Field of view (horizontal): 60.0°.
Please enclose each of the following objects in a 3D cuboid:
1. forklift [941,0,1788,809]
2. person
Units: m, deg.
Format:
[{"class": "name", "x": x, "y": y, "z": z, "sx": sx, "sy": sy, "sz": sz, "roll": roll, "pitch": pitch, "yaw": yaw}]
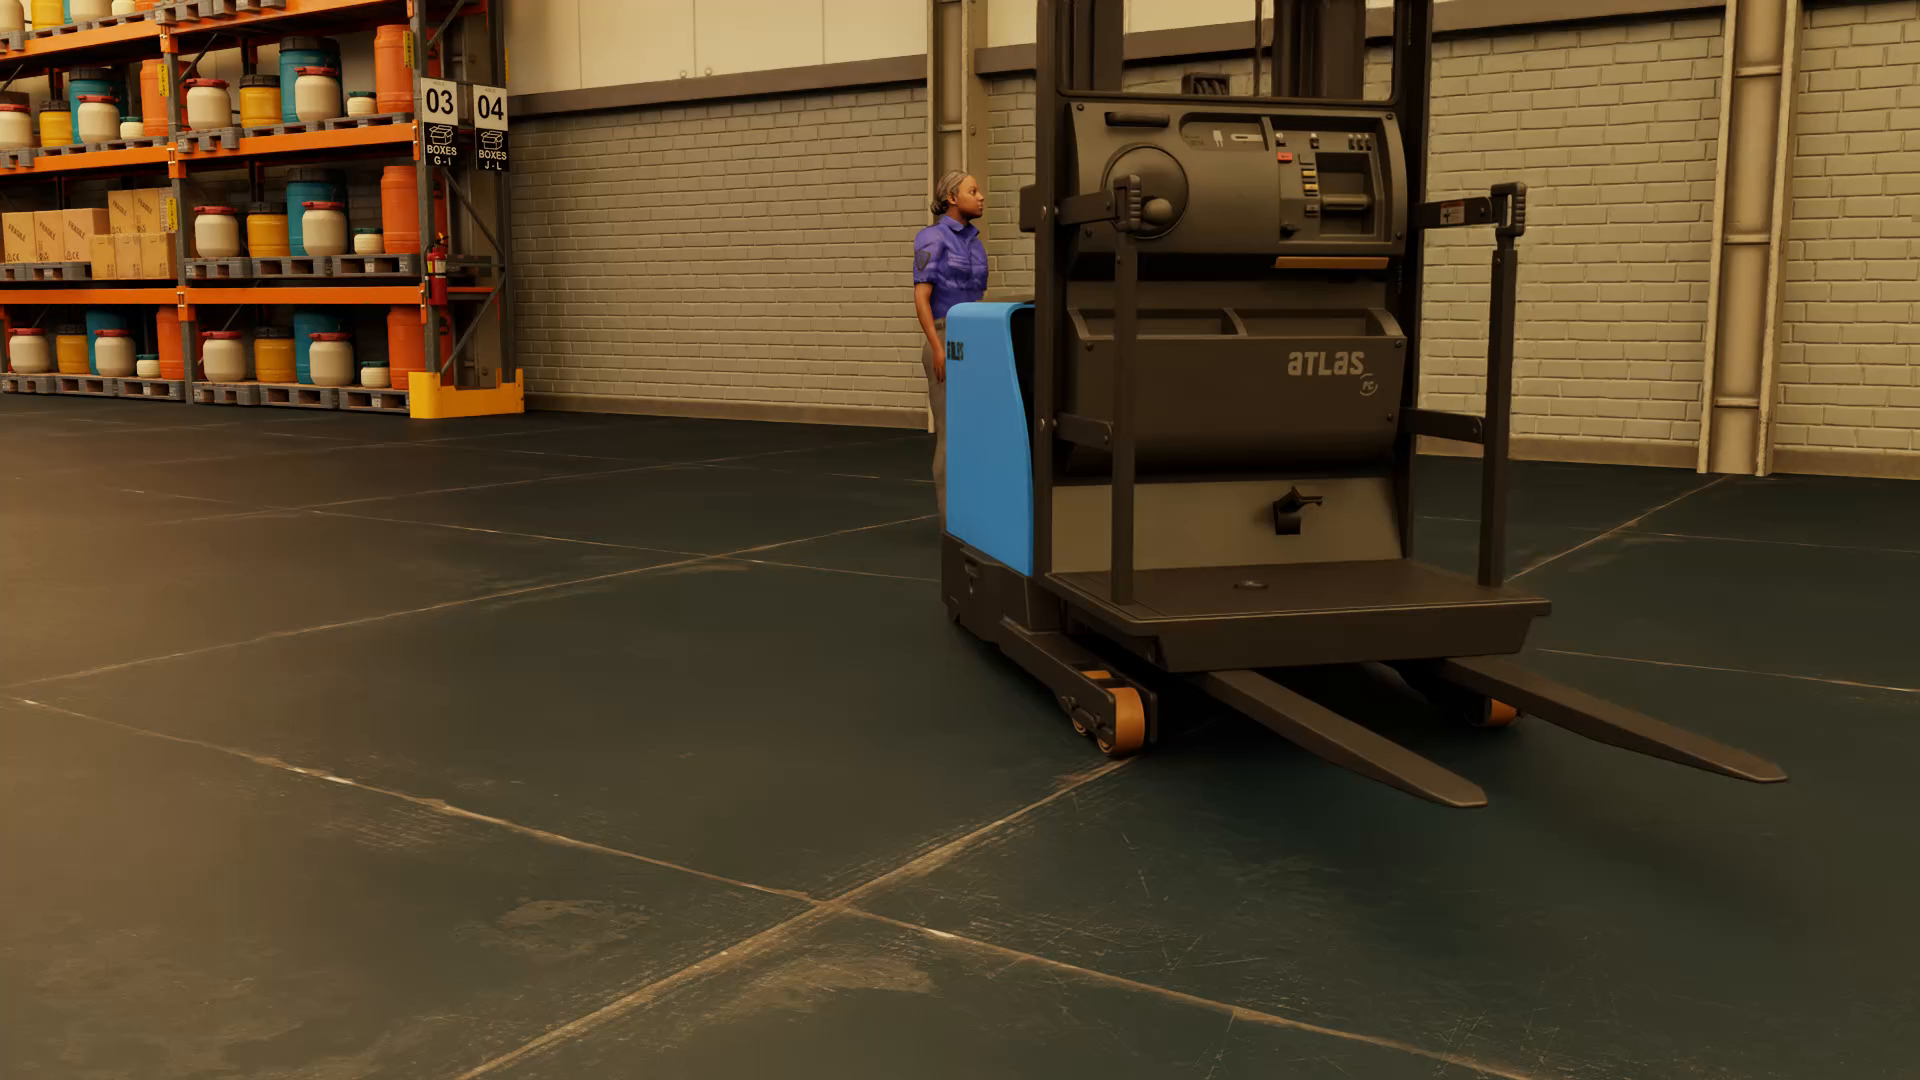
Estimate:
[{"class": "forklift", "x": 0.798, "y": -0.996, "z": 4.193, "sx": 1.130, "sy": 2.935, "sz": 3.031, "roll": -2, "pitch": 8, "yaw": -14}, {"class": "person", "x": 0.062, "y": -0.817, "z": 7.422, "sx": 0.504, "sy": 1.654, "sz": 0.570, "roll": 5, "pitch": 10, "yaw": 34}]
